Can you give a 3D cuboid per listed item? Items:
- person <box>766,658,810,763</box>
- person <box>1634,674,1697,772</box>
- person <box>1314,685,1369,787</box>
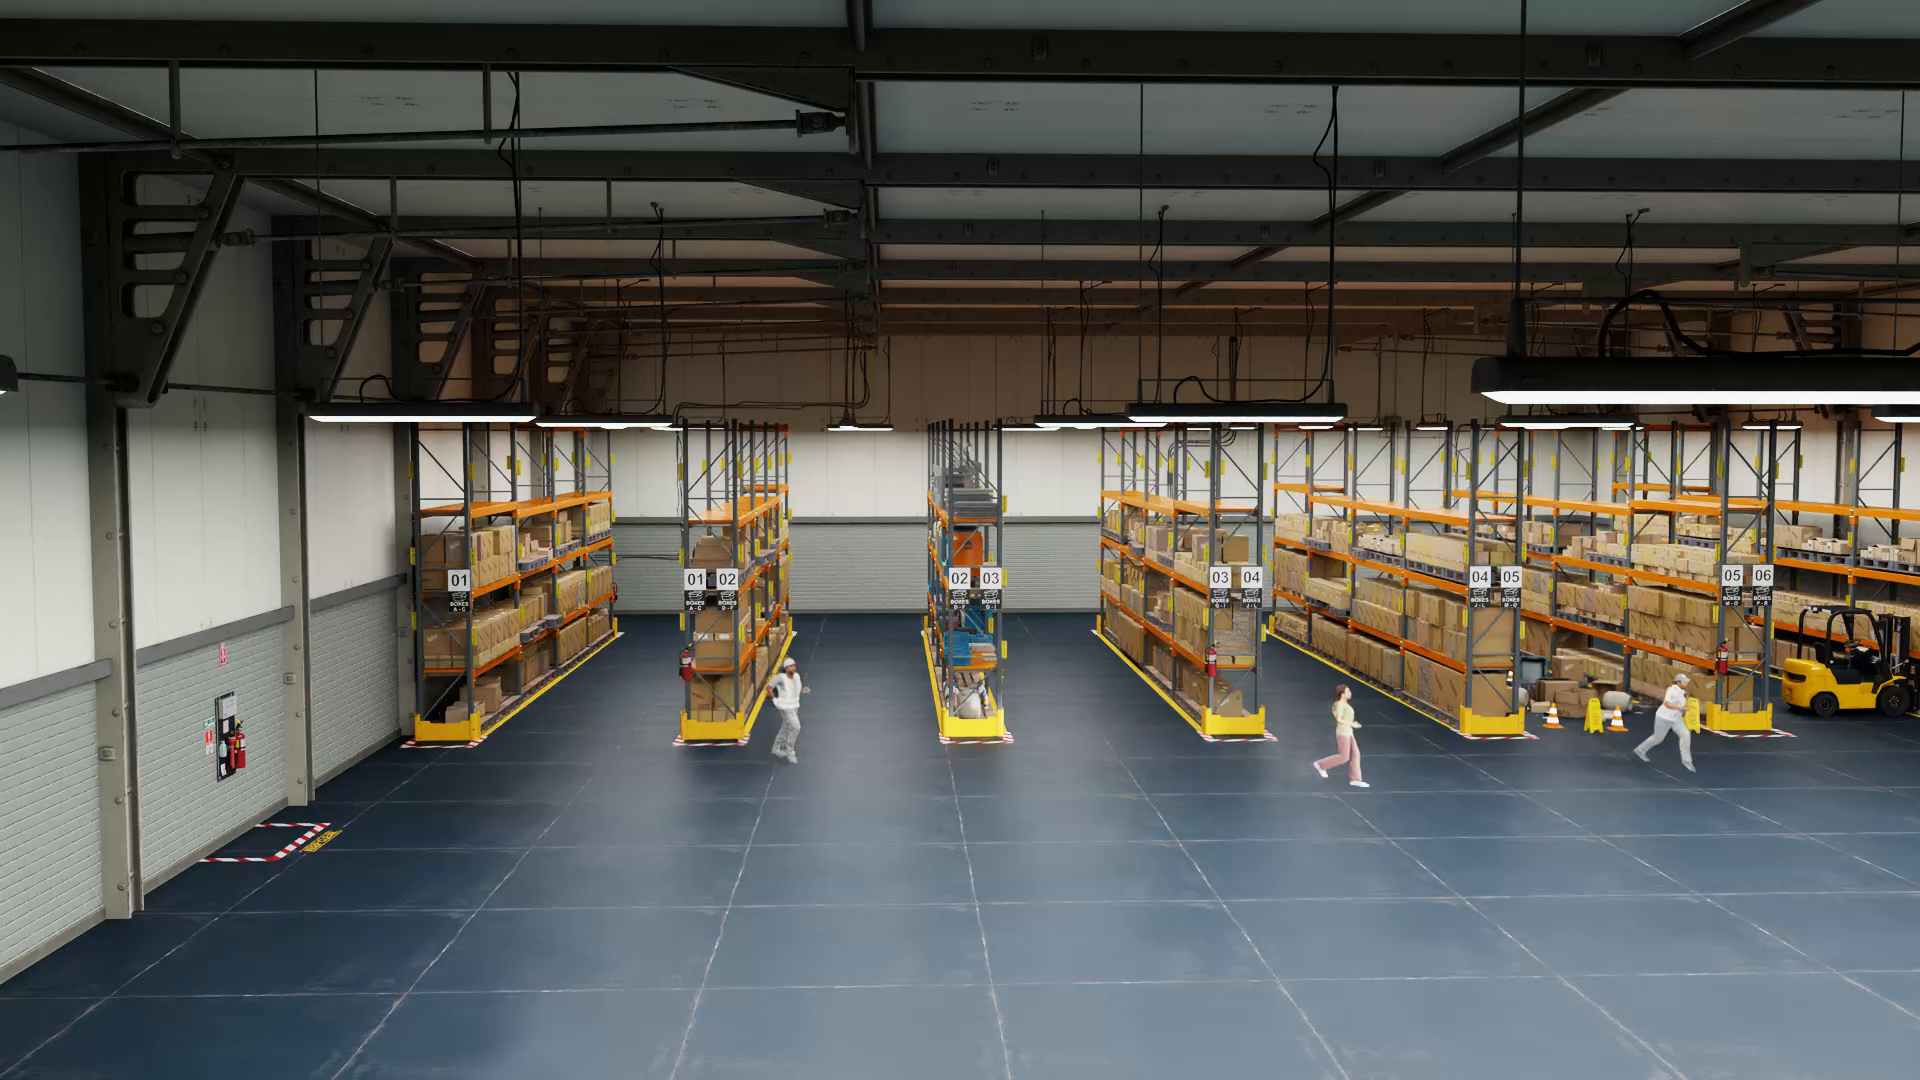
[{"bbox_3d":[-2.984,2.983,29.143,0.765,1.845,0.644,2,4,29],"label":"person"},{"bbox_3d":[12.071,3.094,28.420,0.606,1.673,1.031,-3,5,-43],"label":"person"},{"bbox_3d":[6.200,3.168,26.976,0.881,1.660,0.578,1,4,19],"label":"person"}]
